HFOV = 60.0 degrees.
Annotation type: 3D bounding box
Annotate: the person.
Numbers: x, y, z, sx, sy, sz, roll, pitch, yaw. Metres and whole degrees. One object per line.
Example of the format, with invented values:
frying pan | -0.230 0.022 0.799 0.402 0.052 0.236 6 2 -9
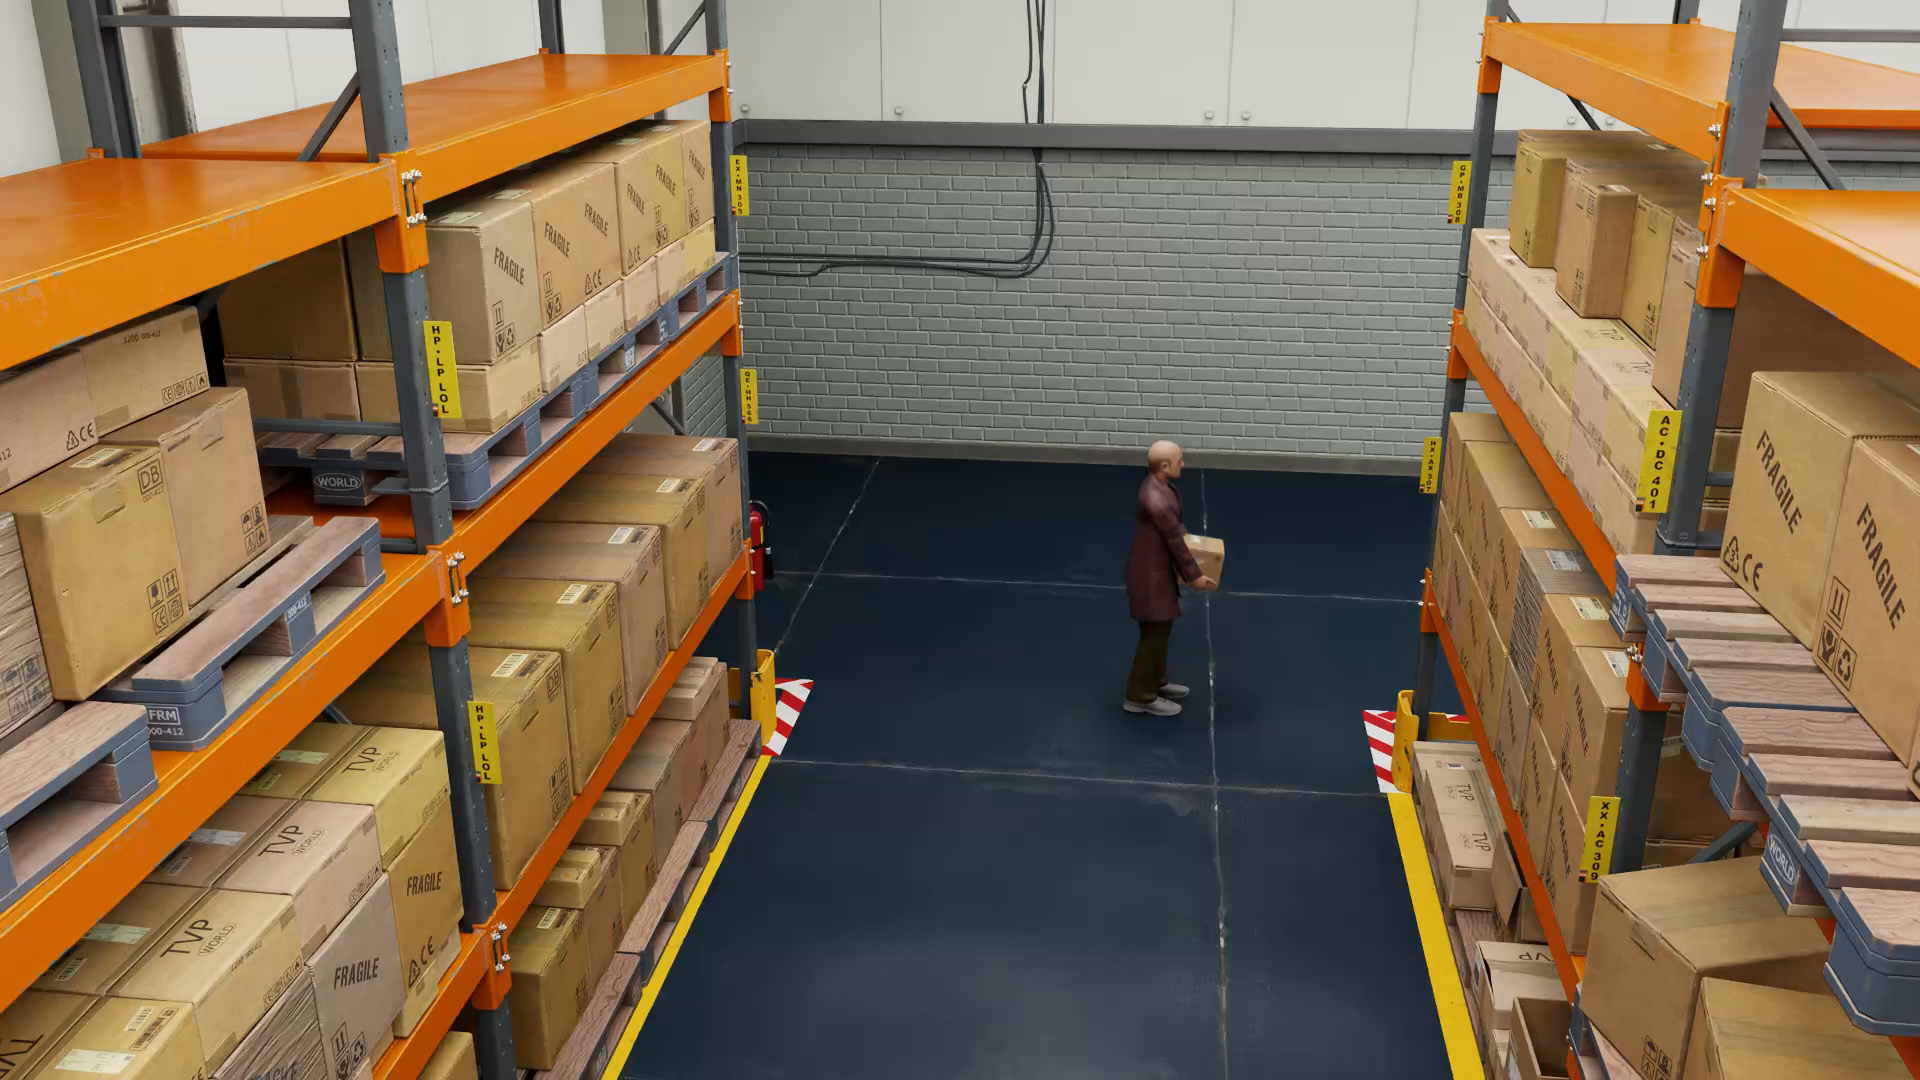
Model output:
person | 1.326 0.232 10.500 0.569 1.779 0.528 2 21 5
